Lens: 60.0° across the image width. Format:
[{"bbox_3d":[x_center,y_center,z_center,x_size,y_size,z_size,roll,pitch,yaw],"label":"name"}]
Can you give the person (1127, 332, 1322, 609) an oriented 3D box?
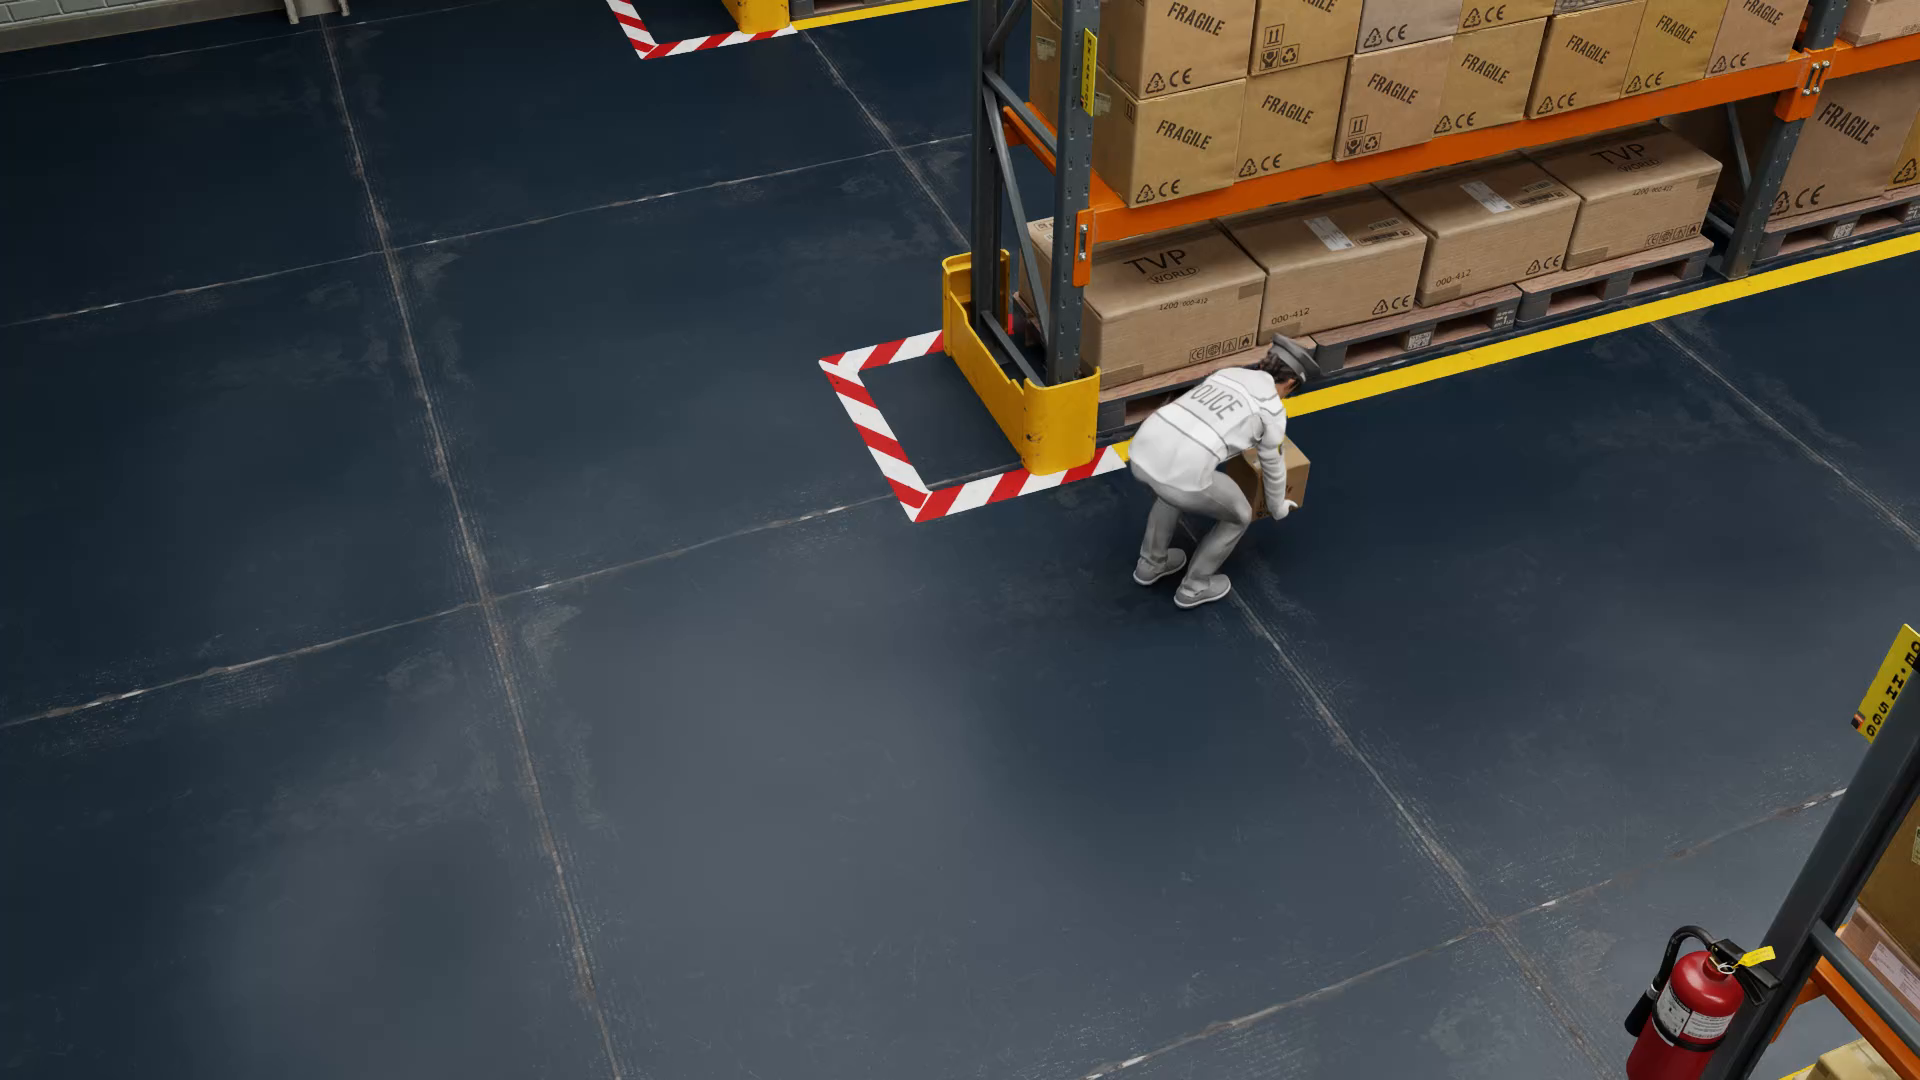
[{"bbox_3d":[1.086,-0.278,6.901,0.911,1.088,0.444,-28,49,-27],"label":"person"}]
